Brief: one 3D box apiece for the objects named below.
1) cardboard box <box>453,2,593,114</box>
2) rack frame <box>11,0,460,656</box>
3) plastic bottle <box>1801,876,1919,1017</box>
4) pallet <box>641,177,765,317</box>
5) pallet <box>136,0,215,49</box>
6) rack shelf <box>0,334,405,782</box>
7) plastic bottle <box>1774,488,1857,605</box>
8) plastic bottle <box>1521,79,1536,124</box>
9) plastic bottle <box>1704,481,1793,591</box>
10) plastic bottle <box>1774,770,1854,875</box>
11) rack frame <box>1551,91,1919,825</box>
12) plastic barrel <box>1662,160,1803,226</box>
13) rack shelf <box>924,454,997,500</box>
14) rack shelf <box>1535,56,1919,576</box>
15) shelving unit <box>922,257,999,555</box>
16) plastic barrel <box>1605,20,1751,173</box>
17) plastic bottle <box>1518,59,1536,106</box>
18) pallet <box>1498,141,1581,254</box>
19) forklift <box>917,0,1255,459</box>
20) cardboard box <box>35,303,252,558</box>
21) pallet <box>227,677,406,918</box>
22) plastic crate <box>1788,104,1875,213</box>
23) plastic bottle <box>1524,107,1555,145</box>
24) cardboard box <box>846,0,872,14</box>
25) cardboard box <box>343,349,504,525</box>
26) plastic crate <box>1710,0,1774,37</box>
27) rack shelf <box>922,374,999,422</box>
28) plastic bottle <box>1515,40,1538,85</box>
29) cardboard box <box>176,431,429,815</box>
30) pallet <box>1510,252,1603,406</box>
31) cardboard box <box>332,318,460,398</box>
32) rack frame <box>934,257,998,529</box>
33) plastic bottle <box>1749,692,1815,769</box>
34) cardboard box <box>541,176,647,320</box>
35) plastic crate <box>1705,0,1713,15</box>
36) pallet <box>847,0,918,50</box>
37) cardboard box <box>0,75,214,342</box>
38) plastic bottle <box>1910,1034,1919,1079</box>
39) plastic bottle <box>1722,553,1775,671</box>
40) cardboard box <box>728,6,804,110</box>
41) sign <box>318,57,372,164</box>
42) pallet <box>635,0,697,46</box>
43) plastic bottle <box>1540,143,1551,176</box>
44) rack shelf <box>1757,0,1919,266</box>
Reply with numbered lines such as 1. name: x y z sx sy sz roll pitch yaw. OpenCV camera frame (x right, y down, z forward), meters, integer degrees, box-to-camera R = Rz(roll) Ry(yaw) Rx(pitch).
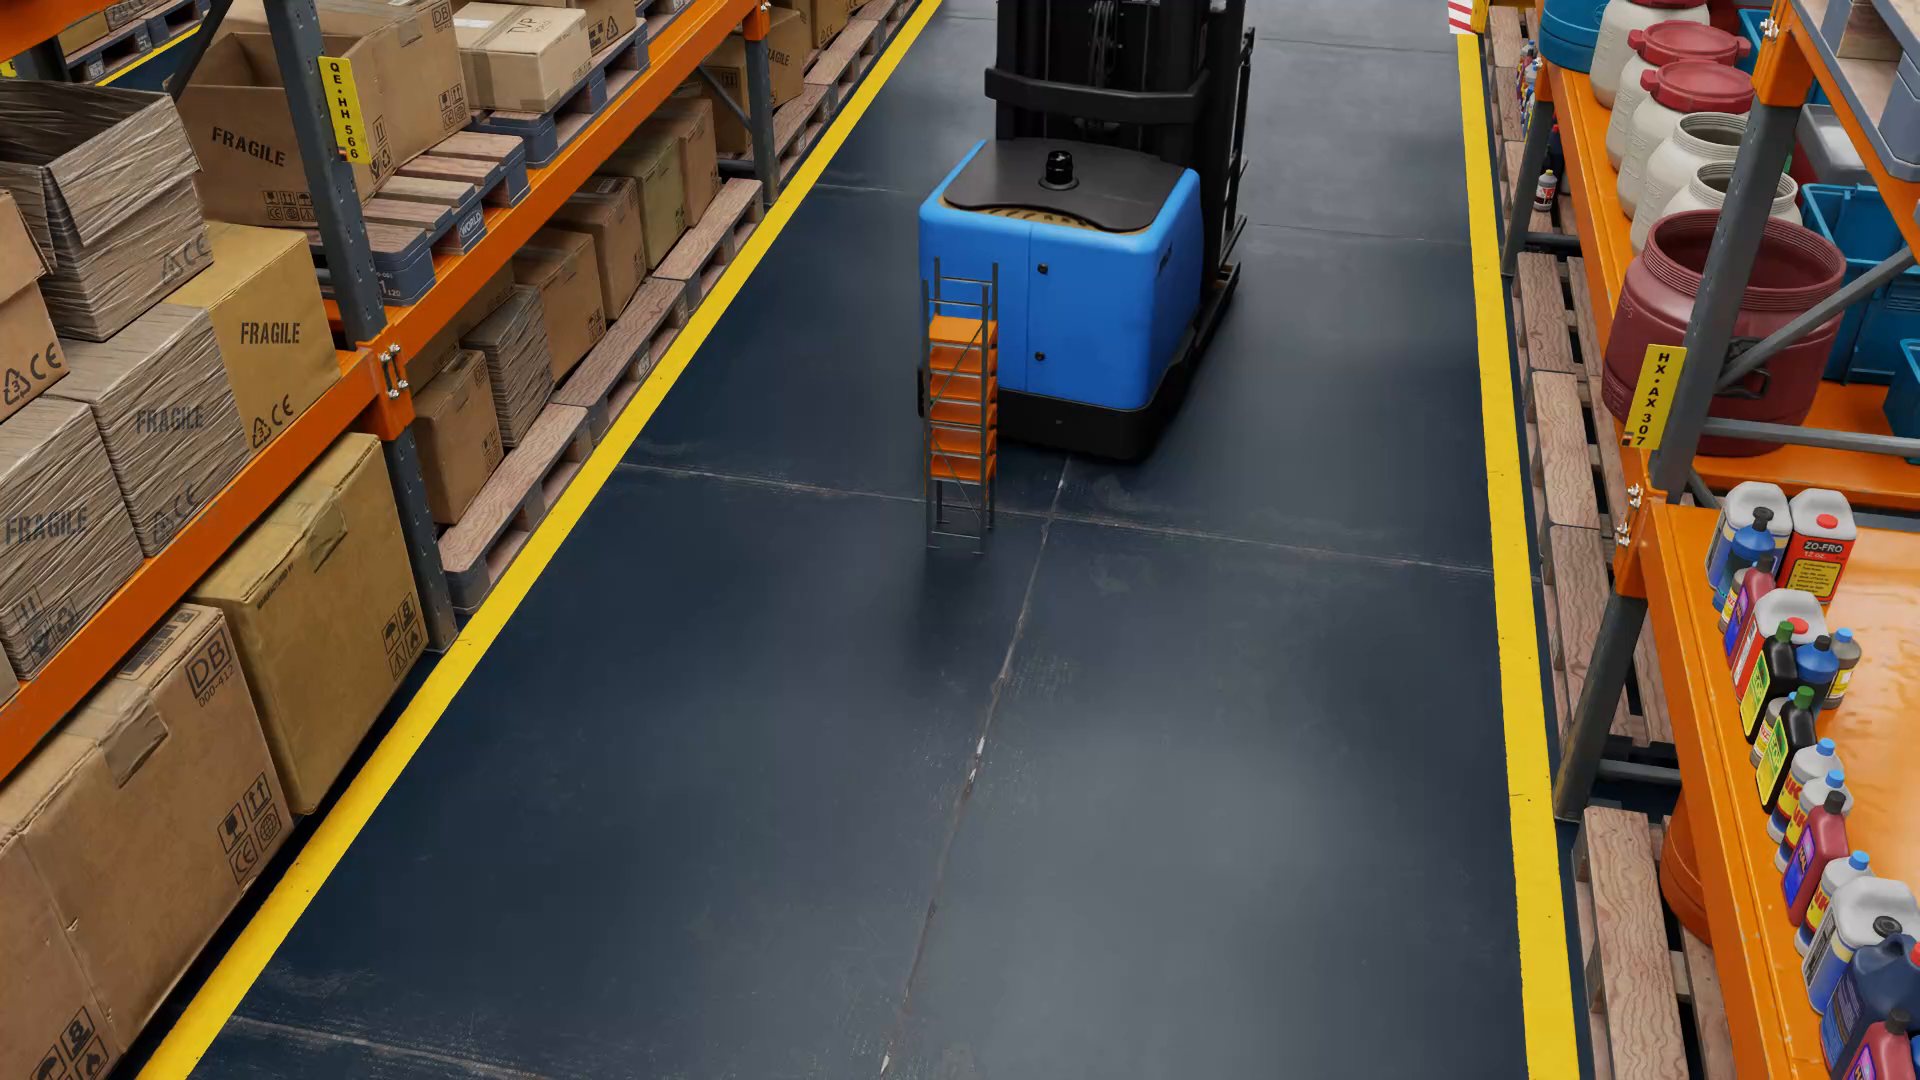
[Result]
1. cardboard box: -1.801 -1.924 6.618 0.500 0.250 0.500 6 36 9
2. rack frame: -2.383 -0.882 5.412 1.000 3.000 0.127 7 37 10
3. plastic bottle: 1.751 0.791 3.208 0.152 0.276 0.135 7 37 10
4. pallet: -1.694 -1.600 8.778 1.003 0.211 1.213 7 37 10
5. pallet: -5.856 -3.854 11.888 1.003 0.211 1.213 7 37 10
6. rack shelf: -2.811 0.555 4.041 1.077 0.370 4.000 7 37 10
7. plastic bottle: 2.196 0.015 4.279 0.152 0.276 0.135 7 37 10
8. plastic bottle: 3.334 -2.551 9.664 0.097 0.271 0.097 0 36 0
9. plastic bottle: 2.047 -0.004 4.305 0.152 0.276 0.135 7 37 10
10. plastic bottle: 1.798 0.591 3.488 0.097 0.271 0.097 0 36 0
11. rack frame: 2.455 -0.262 4.555 1.000 3.000 0.127 7 37 10
12. plastic barrel: 2.466 -0.923 5.373 0.421 0.512 0.421 0 36 0
13. rack shelf: 0.003 -0.264 6.576 0.258 0.103 0.180 7 37 10
14. rack shelf: 2.882 -1.117 6.348 1.077 0.370 4.000 7 37 10
15. shelving unit: 0.003 -0.494 6.409 0.258 1.200 0.189 7 37 10
16. plastic barrel: 2.734 -1.668 6.380 0.433 0.535 0.433 0 36 0
17. plastic bottle: 3.399 -2.725 9.903 0.097 0.271 0.097 0 36 0
18. pallet: 3.494 -1.806 9.061 1.003 0.211 1.213 7 37 10
19. forklift: 0.787 -2.396 7.559 1.130 2.935 3.031 12 38 16
20. cardboard box: -2.359 -0.324 4.556 0.500 0.500 0.500 7 37 10
21. pallet: -2.625 0.689 5.619 1.003 0.211 1.213 7 37 10
22. plastic crate: 3.099 -1.176 5.761 0.402 0.464 0.583 7 37 10
23. plastic bottle: 3.276 -2.361 9.334 0.144 0.351 0.185 7 37 10
24. cardboard box: -0.919 -3.924 11.380 0.500 0.500 0.500 17 39 22
25. cardboard box: -2.260 -0.435 6.549 0.700 0.500 0.500 5 36 8
26. plastic crate: 3.505 -2.265 7.264 0.402 0.464 0.583 7 37 10
27. rack shelf: 0.003 -0.555 6.365 0.258 0.103 0.180 7 37 10
28. plastic bottle: 3.472 -2.921 10.174 0.097 0.271 0.097 0 36 0
29. cardboard box: -2.551 0.201 5.370 1.225 0.875 0.875 6 36 8
30. pallet: 3.180 -0.971 7.909 1.003 0.211 1.213 7 37 10
31. cardboard box: -2.270 -0.740 6.331 0.500 0.250 0.500 9 37 12
32. rack frame: 0.023 -0.547 6.482 0.240 1.200 0.006 7 37 10
33. plastic bottle: 1.868 0.431 3.768 0.097 0.201 0.097 0 36 0
34. cardboard box: -1.921 -1.400 7.881 0.700 0.500 0.500 4 36 6
35. plastic crate: 3.546 -2.814 8.129 0.767 0.338 0.504 7 37 10
36. pallet: -0.899 -3.835 11.861 1.003 0.211 1.213 7 37 10
37. cardboard box: -2.555 -0.912 4.512 0.797 0.503 0.637 9 37 12
38. plastic bottle: 1.719 0.970 2.966 0.097 0.271 0.097 0 36 0
39. plastic bottle: 1.932 0.176 4.051 0.061 0.283 0.133 7 37 10
40. cardboard box: -1.290 -2.887 9.950 0.500 0.500 0.500 19 40 24
41. sign: -1.841 -1.284 4.978 0.100 0.325 0.005 7 37 10
42. pallet: -1.834 -2.678 8.052 1.003 0.211 1.213 7 37 10
43. plastic bottle: 3.090 -1.950 8.825 0.061 0.283 0.133 9 37 12
44. rack shelf: 2.028 -0.038 2.304 1.077 0.370 4.000 7 37 10
